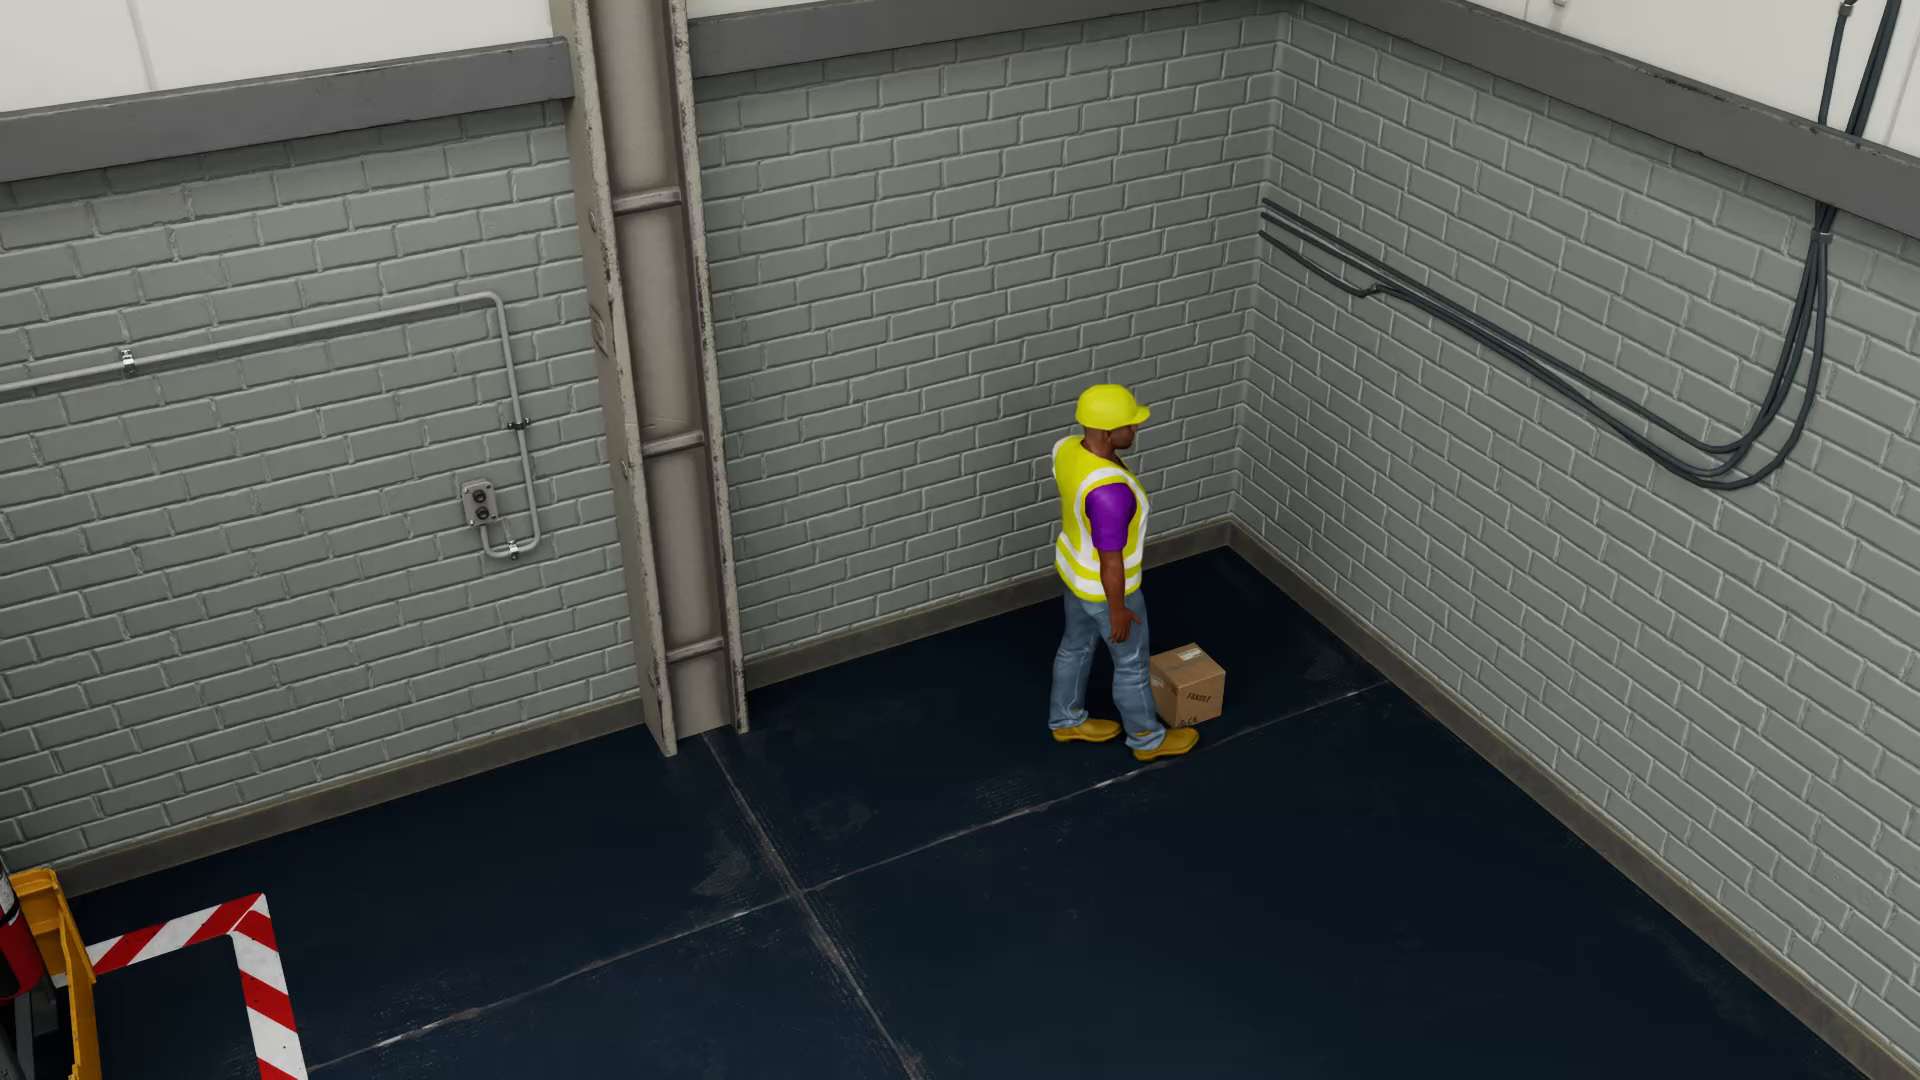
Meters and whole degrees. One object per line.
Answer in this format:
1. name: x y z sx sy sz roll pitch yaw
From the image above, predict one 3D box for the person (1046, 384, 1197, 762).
1. person: 0.698 0.127 6.917 0.616 1.765 0.571 -10 34 -15
